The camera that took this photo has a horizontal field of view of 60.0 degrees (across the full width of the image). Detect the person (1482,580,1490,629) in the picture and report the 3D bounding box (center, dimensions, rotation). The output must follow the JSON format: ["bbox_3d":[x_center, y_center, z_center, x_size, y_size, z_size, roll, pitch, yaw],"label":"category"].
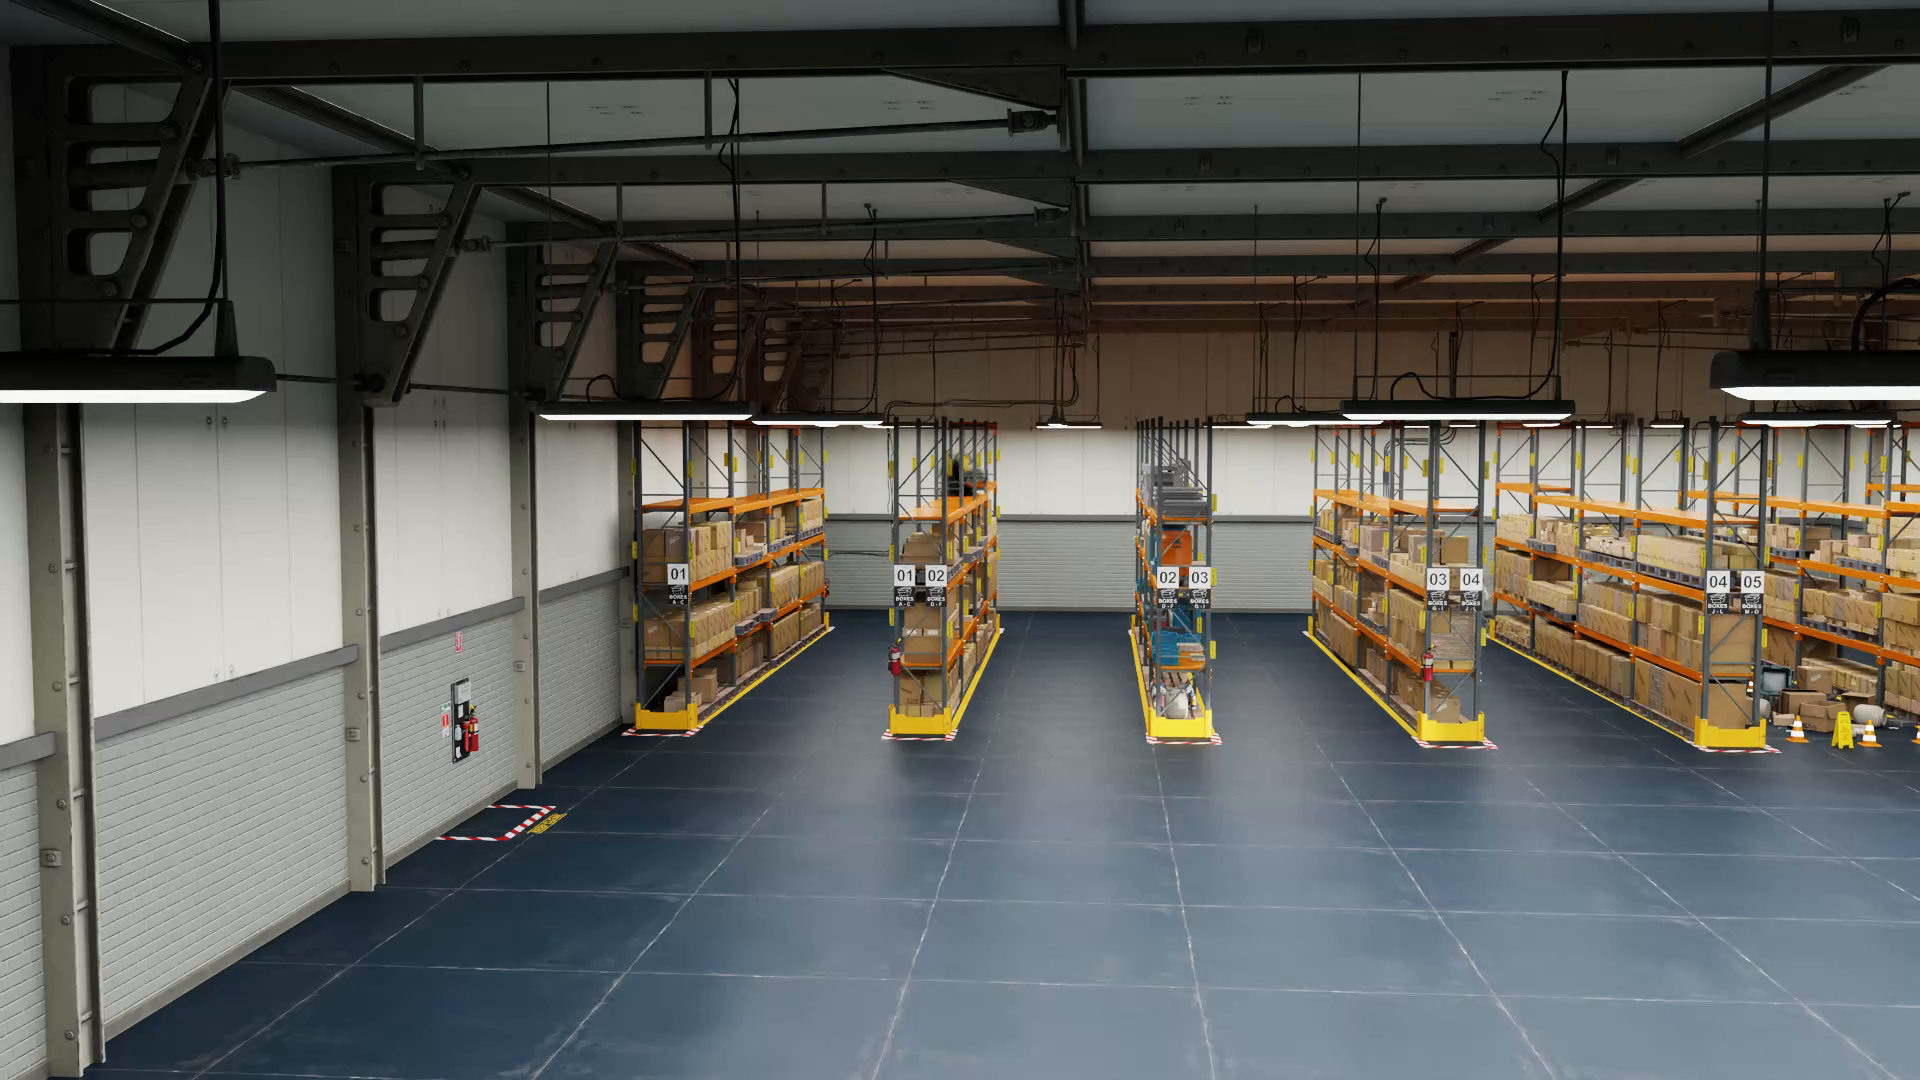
[{"bbox_3d":[14.755,1.853,47.161,0.750,1.581,0.564,-1,4,-15],"label":"person"}]

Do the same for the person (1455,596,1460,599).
[{"bbox_3d":[13.225,2.016,44.542,0.620,1.616,0.671,0,4,4],"label":"person"}]

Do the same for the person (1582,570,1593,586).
[{"bbox_3d":[17.709,1.745,47.071,0.898,1.800,0.653,0,4,-2],"label":"person"}]

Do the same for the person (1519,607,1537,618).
[{"bbox_3d":[16.134,1.755,47.406,0.741,1.774,1.004,-3,5,-42],"label":"person"}]
